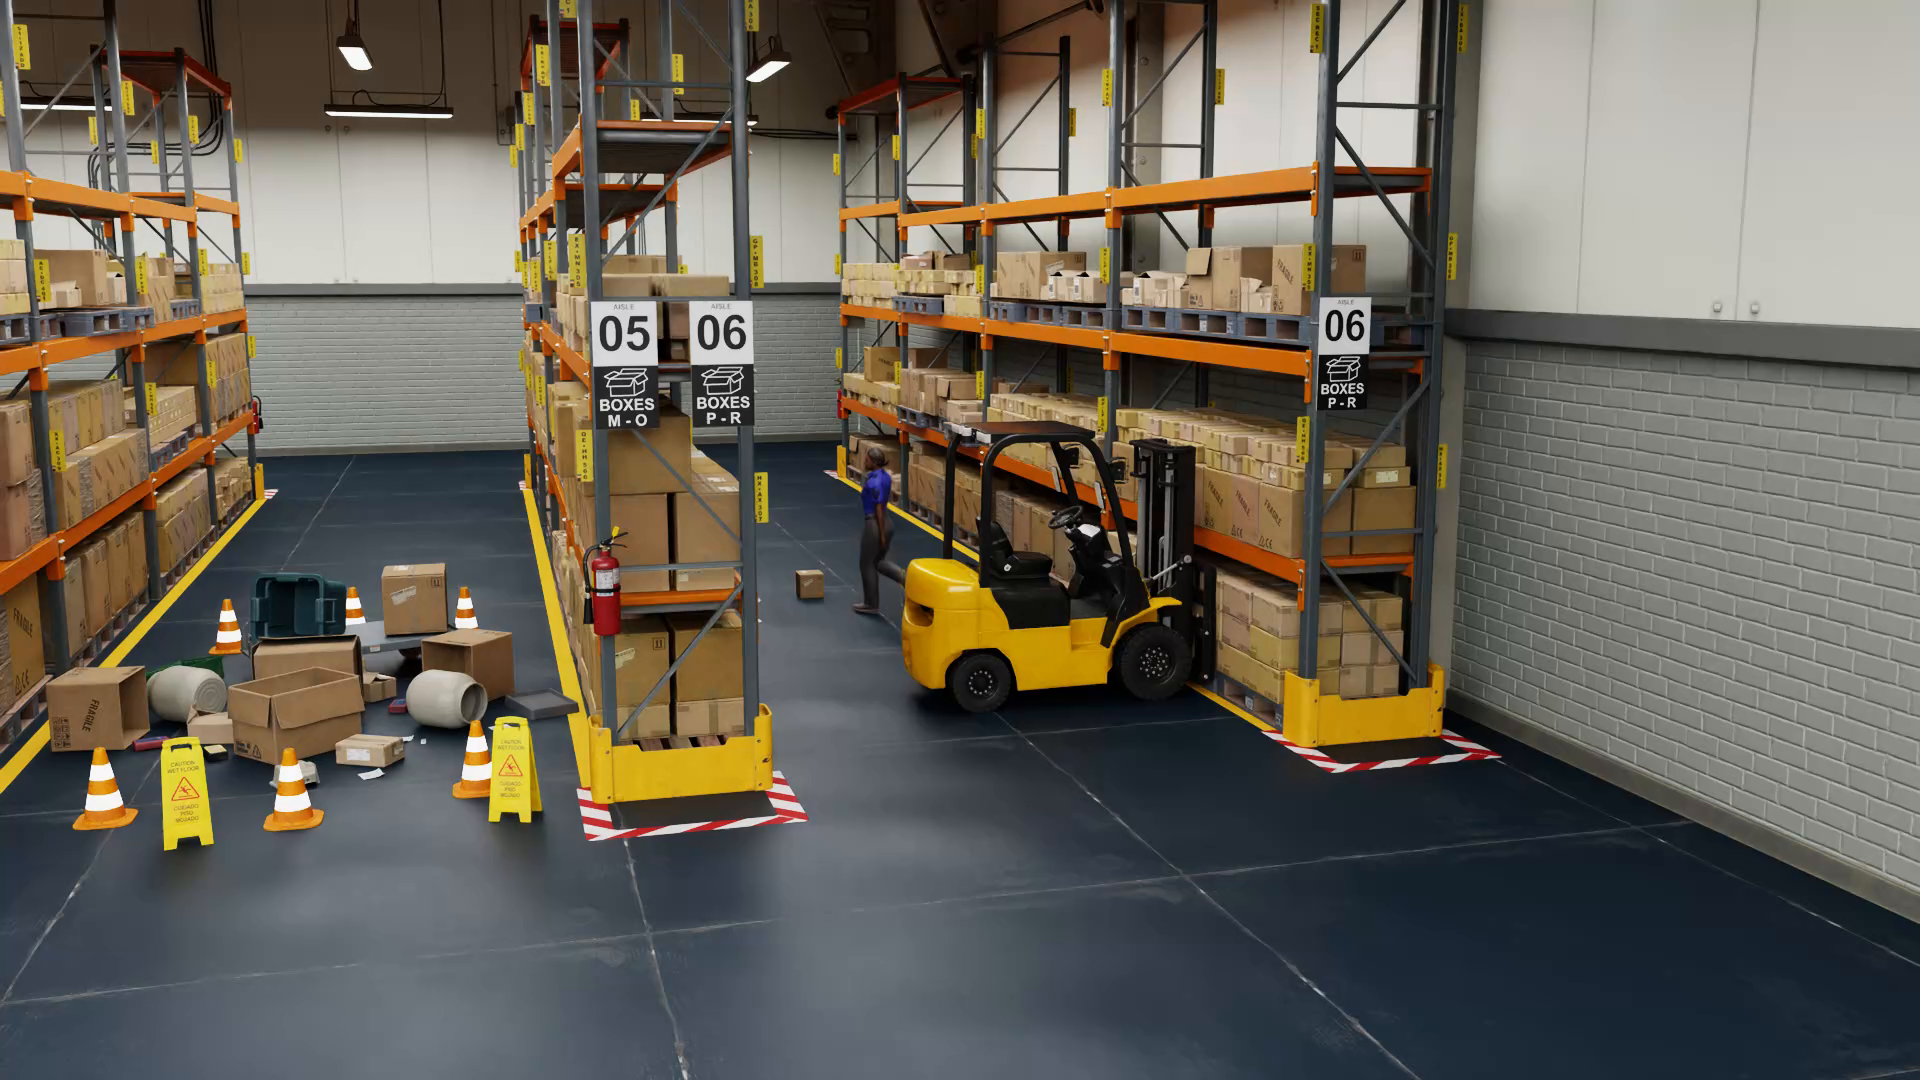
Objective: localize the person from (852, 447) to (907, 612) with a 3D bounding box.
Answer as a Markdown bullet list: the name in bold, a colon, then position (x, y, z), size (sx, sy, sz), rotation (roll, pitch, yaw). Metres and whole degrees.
- **person**: position (-0.753, -0.088, 16.366), size (0.682, 1.628, 0.458), rotation (3, 10, 16)
